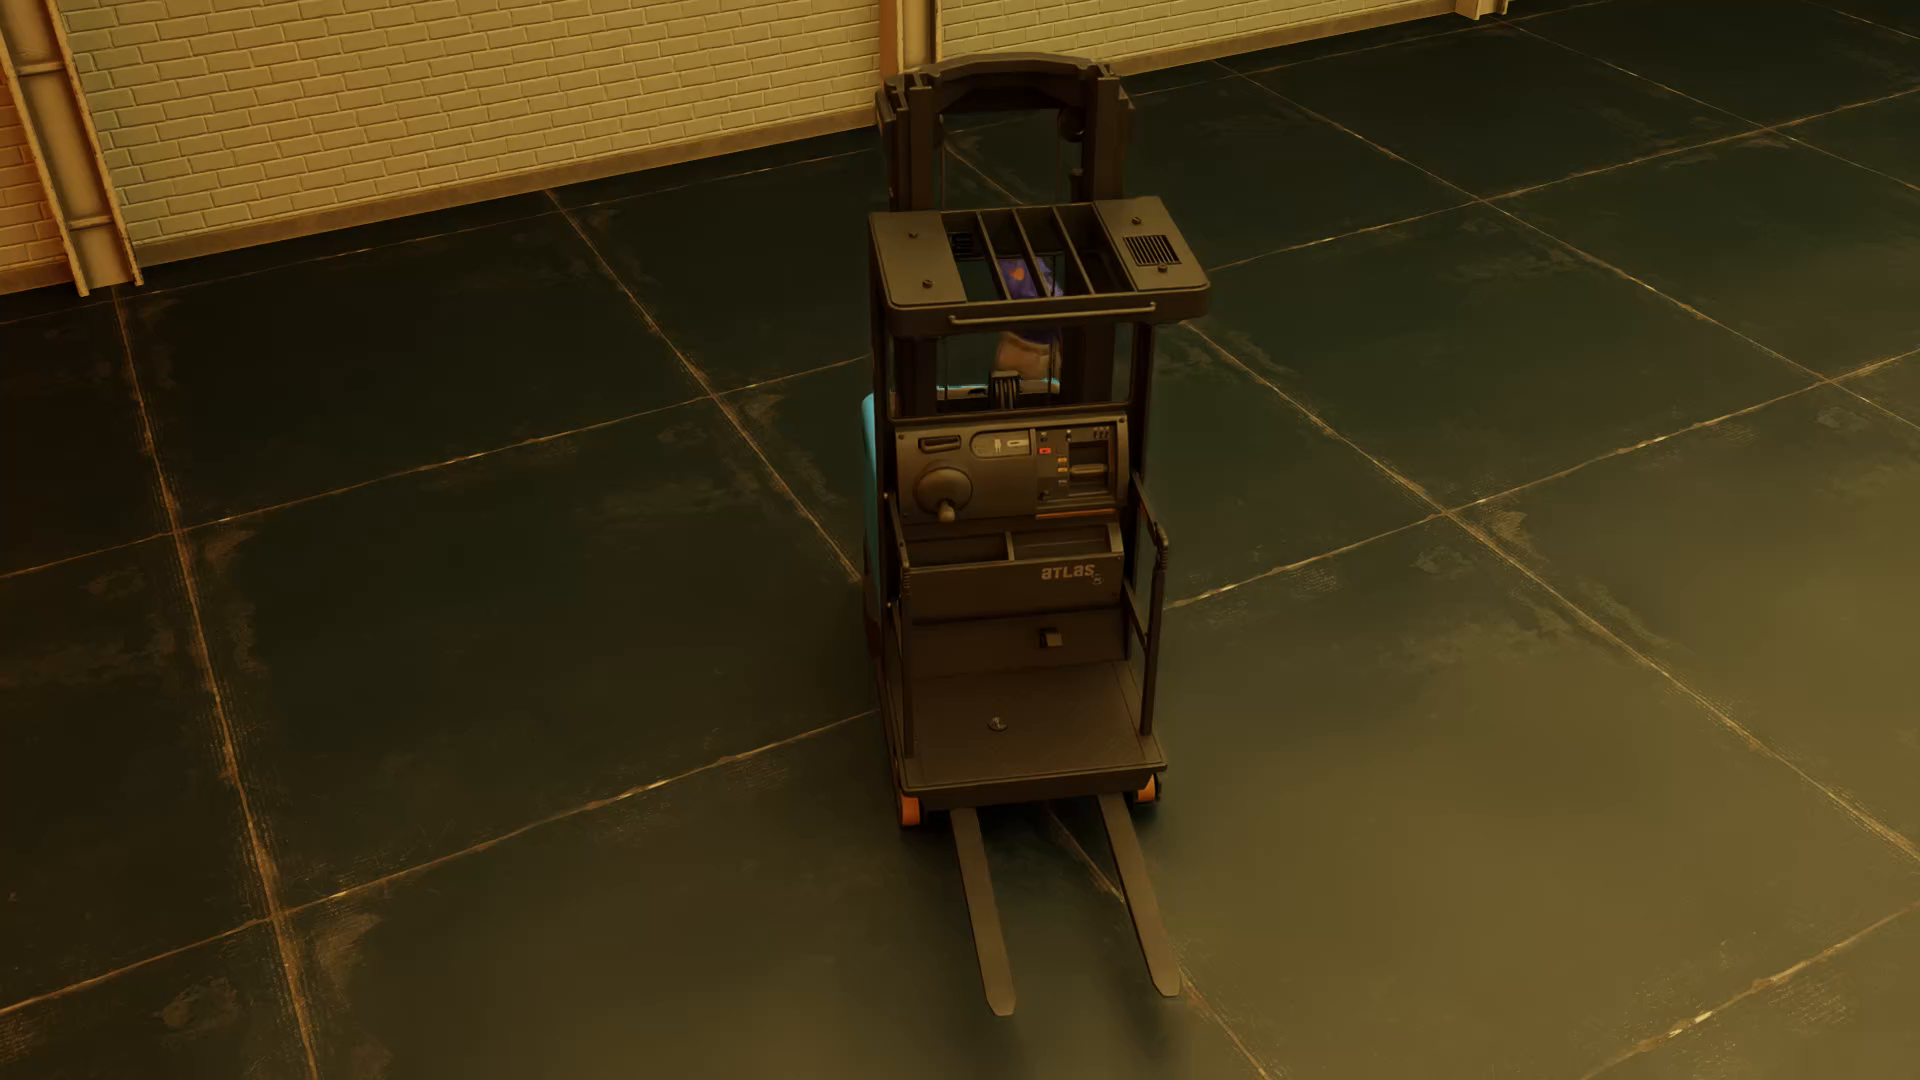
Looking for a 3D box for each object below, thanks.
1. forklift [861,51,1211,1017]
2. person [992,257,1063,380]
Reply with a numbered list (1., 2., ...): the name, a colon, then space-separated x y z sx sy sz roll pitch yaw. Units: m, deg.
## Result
1. forklift: 0.243 -0.219 6.433 1.130 2.935 3.031 -5 36 -7
2. person: 0.441 -0.926 8.609 0.597 1.588 0.839 25 42 31
